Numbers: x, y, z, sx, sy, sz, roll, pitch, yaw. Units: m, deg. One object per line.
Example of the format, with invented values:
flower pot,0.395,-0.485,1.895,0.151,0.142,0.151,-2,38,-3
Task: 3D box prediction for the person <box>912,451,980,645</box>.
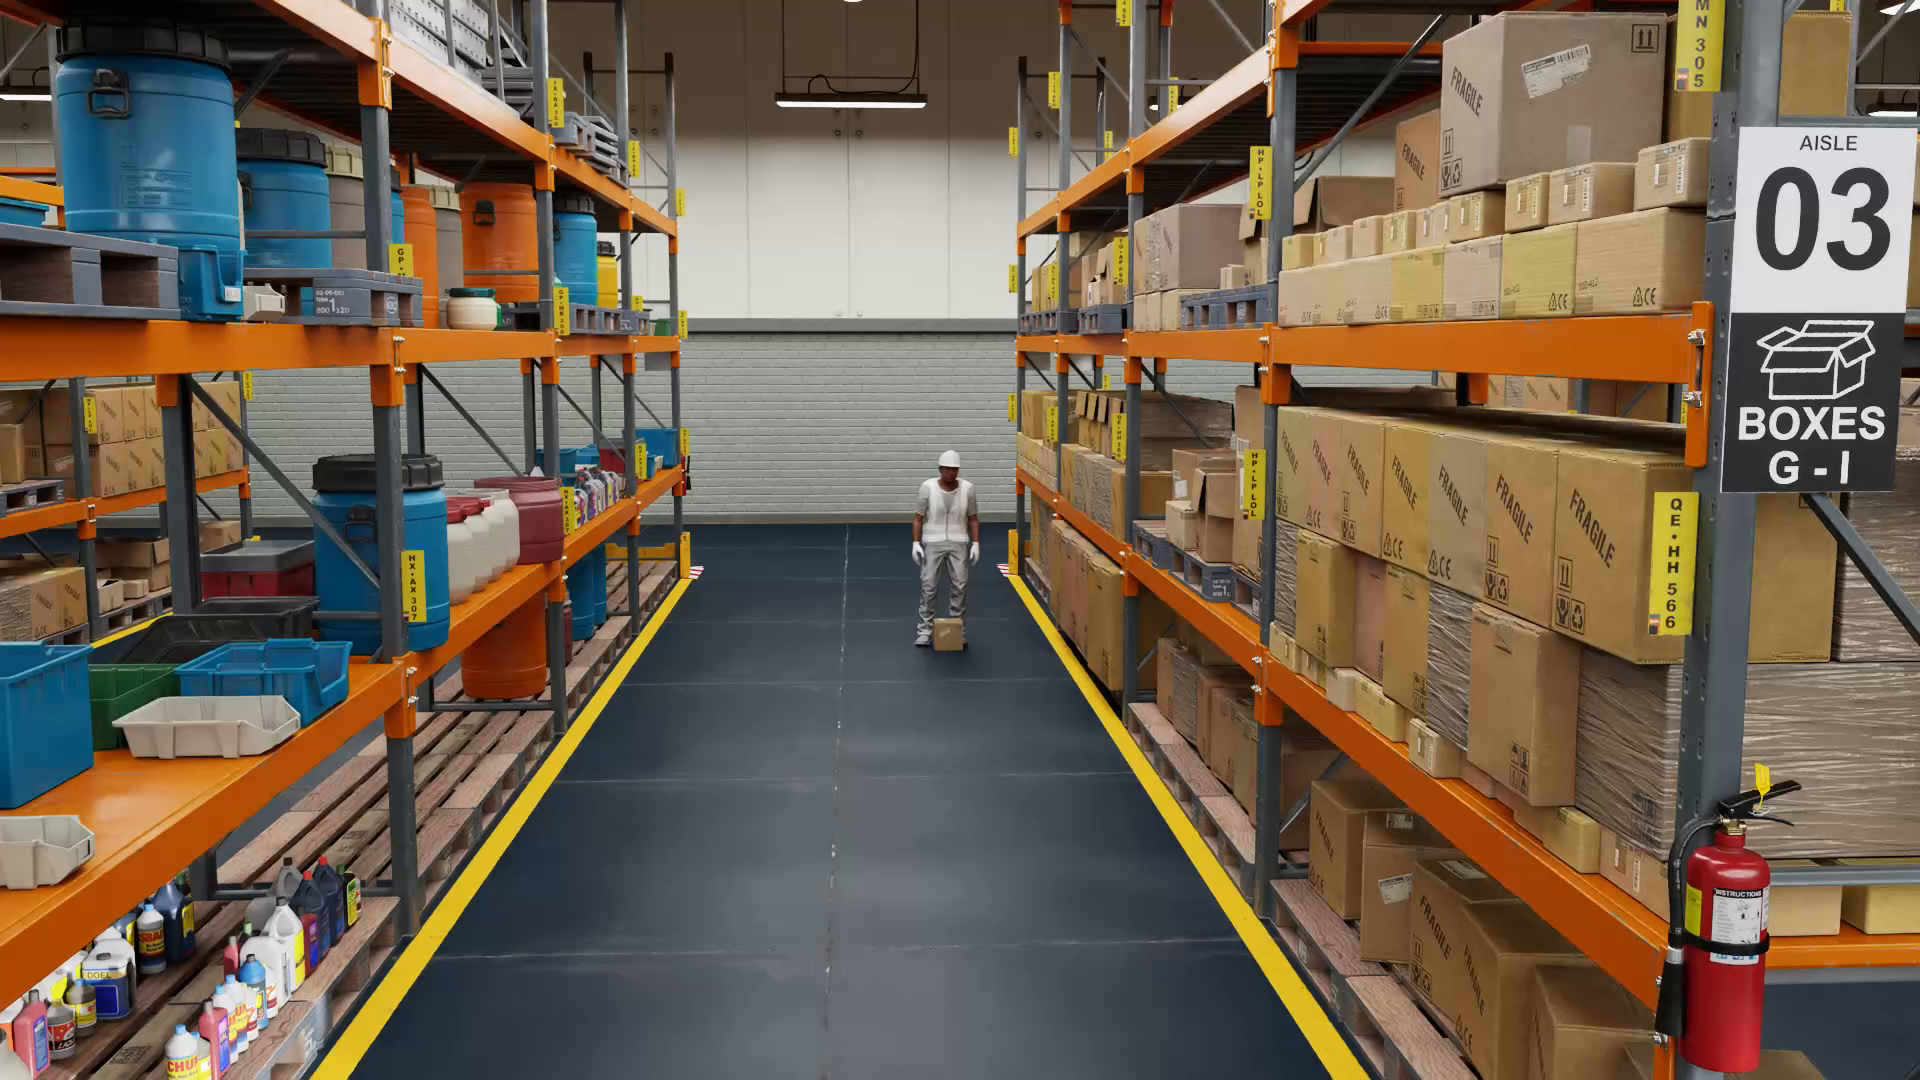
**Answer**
person,-0.127,0.069,15.117,0.625,1.773,0.451,-1,7,-7
